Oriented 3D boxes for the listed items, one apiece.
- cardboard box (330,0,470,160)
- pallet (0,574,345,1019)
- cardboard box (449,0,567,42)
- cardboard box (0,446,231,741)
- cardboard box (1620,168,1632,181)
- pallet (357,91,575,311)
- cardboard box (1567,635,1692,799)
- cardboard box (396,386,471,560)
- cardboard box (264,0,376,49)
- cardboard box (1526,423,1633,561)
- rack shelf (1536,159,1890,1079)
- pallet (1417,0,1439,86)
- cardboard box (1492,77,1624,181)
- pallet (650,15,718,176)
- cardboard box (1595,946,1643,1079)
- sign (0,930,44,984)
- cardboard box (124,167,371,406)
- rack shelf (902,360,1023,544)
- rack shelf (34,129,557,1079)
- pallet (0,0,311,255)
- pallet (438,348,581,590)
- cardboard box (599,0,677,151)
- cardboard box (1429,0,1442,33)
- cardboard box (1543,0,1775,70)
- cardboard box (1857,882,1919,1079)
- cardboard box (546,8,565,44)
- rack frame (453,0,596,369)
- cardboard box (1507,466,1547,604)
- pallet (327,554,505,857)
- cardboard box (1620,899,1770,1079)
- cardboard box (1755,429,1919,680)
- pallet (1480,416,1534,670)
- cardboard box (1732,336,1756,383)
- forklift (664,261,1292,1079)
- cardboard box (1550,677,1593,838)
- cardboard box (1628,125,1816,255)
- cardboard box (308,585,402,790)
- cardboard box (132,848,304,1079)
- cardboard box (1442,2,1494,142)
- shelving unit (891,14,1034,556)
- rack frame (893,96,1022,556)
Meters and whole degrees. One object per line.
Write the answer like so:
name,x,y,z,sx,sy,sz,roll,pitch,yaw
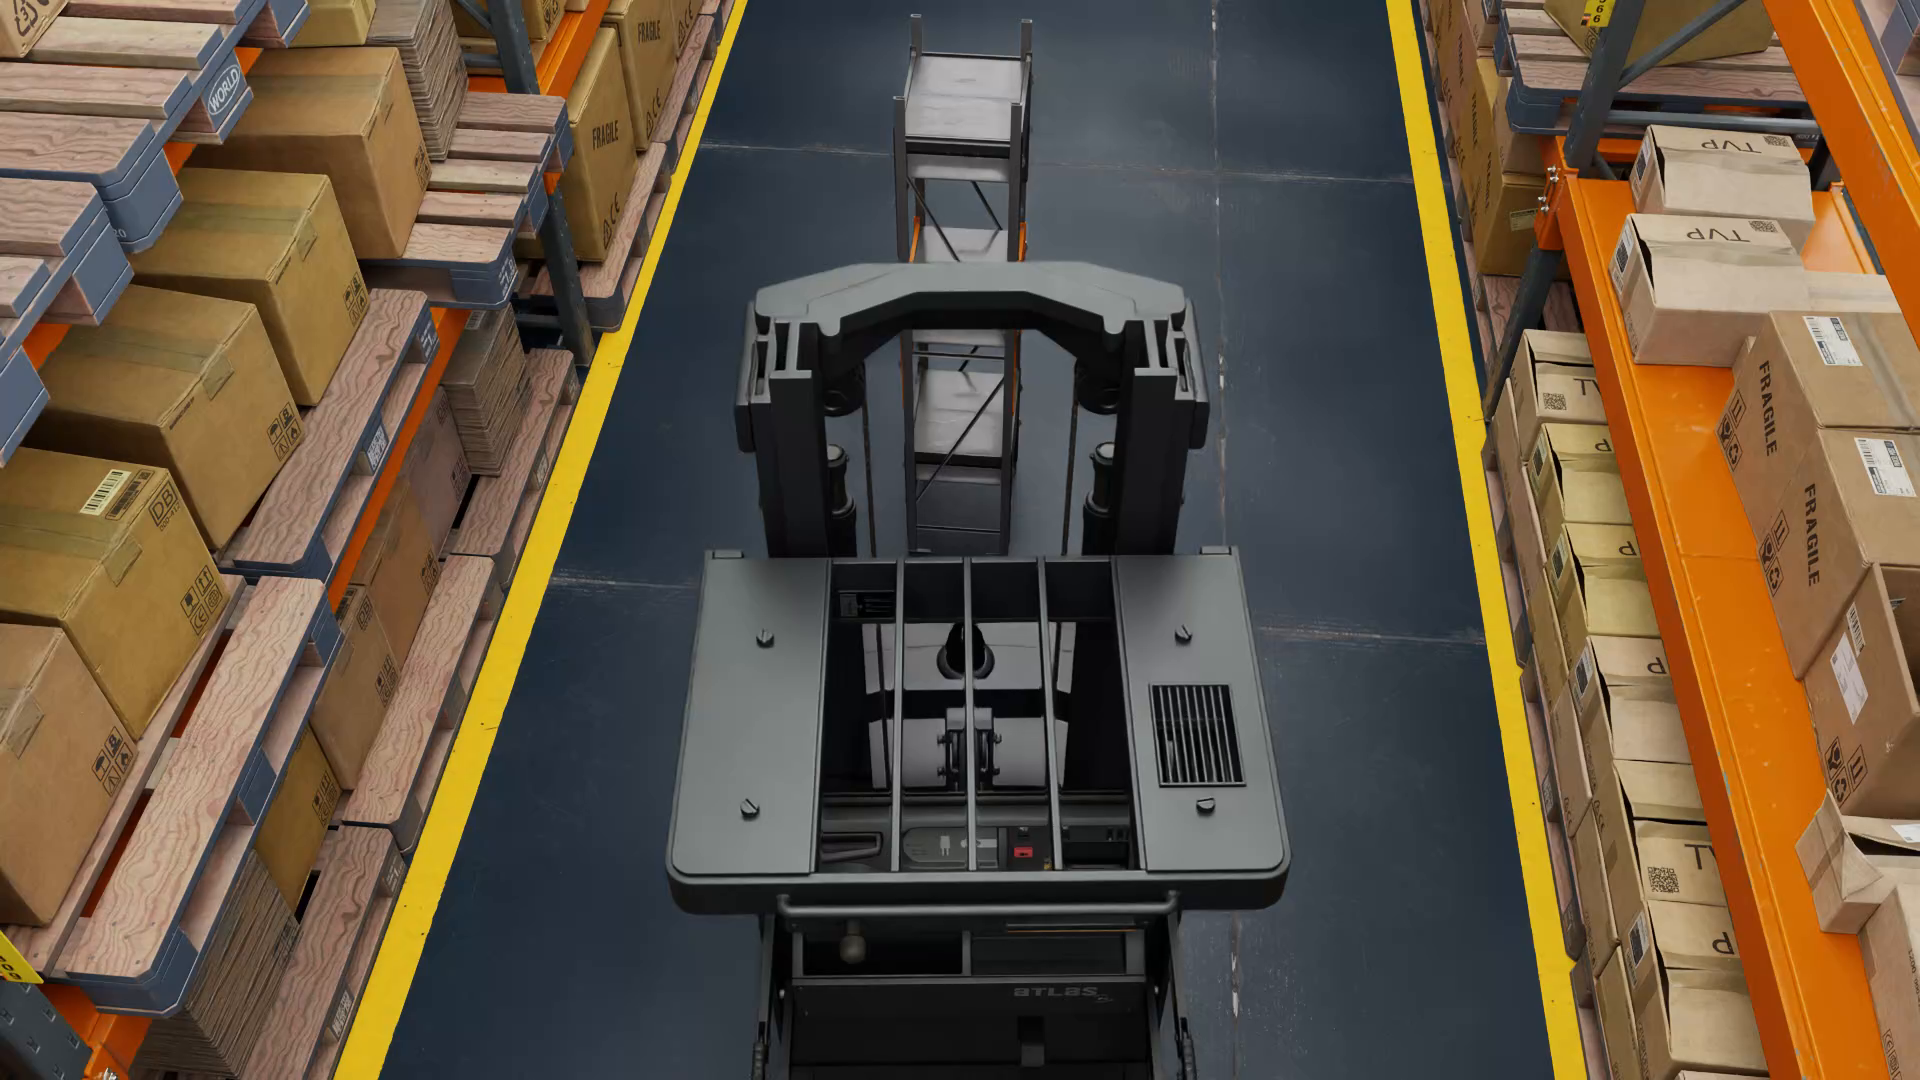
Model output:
cardboard box,-2.187,-1.695,5.902,0.700,0.500,0.500,-1,48,-1
pallet,-2.304,0.593,4.305,1.003,0.211,1.213,4,48,4
cardboard box,-1.855,-2.340,6.574,0.500,0.500,0.500,5,48,5
cardboard box,-2.380,0.116,4.245,0.700,0.500,0.500,8,48,8
cardboard box,3.148,-1.534,7.516,0.500,0.500,0.500,2,48,2
pallet,-2.113,-1.264,6.003,1.213,0.211,1.003,4,48,4
cardboard box,2.305,0.572,5.392,0.500,0.311,0.500,3,48,3
cardboard box,-2.330,-0.261,6.352,0.700,0.500,0.500,4,48,3
cardboard box,-2.170,-1.767,5.528,0.380,0.149,0.250,-3,48,-3
cardboard box,2.400,-0.180,6.081,0.500,0.311,0.500,3,48,3
rack shelf,2.597,0.184,5.037,1.077,0.370,4.000,4,48,4
pallet,3.107,-2.927,9.284,1.003,0.211,1.213,4,48,4
cardboard box,2.632,-1.831,7.280,0.500,0.250,0.500,6,48,5
pallet,-1.893,-2.386,8.790,1.003,0.211,1.213,4,48,4
cardboard box,2.212,1.501,4.923,0.500,0.250,0.500,3,48,3
sign,-1.978,0.819,3.382,0.100,0.325,0.005,4,48,4
cardboard box,-2.278,-0.778,5.063,0.700,0.500,0.500,4,48,4
rack shelf,0.015,-0.349,6.613,0.431,0.518,0.480,4,48,4
rack shelf,-2.336,-0.147,5.339,1.077,0.370,4.000,4,48,4
pallet,-2.265,-1.078,3.797,1.213,0.211,1.003,4,48,4
pallet,-2.227,-0.344,6.921,1.003,0.211,1.213,4,48,4
cardboard box,-1.870,-2.450,8.130,0.750,0.750,0.750,4,48,3
cardboard box,2.820,-3.041,8.895,0.500,0.500,0.500,4,48,4
cardboard box,2.725,-2.175,6.354,0.700,0.500,0.500,-11,48,-10
cardboard box,2.416,1.096,3.816,0.500,0.250,0.500,7,48,6
cardboard box,-1.862,-2.192,6.879,0.380,0.149,0.250,4,48,4
rack frame,-2.154,-1.859,6.418,1.000,3.000,0.127,4,48,4
cardboard box,2.394,-0.008,6.303,0.500,0.250,0.500,3,48,2
pallet,-2.340,0.550,6.104,1.003,0.211,1.213,4,48,4
cardboard box,2.207,1.308,4.720,0.500,0.311,0.500,5,48,5
cardboard box,2.595,0.058,4.596,0.500,0.500,0.500,4,48,4
pallet,2.666,0.015,6.594,1.003,0.211,1.213,4,48,4
cardboard box,2.719,-0.503,5.348,0.380,0.149,0.250,7,48,6
forklift,0.028,0.934,3.909,1.130,2.935,3.031,0,48,0
cardboard box,2.306,0.751,5.609,0.500,0.250,0.500,5,48,4
cardboard box,2.703,-1.234,5.907,0.500,0.311,0.500,7,48,6
cardboard box,-2.384,0.478,5.676,0.700,0.500,0.500,4,48,4
cardboard box,-2.468,1.233,4.985,0.700,0.500,0.500,5,48,5
cardboard box,2.720,-2.303,8.219,0.500,0.500,0.500,2,48,2
shelving unit,0.015,-0.830,6.086,0.431,2.100,0.503,4,48,4
rack frame,-0.007,-0.651,5.922,0.400,2.100,0.015,4,48,4
